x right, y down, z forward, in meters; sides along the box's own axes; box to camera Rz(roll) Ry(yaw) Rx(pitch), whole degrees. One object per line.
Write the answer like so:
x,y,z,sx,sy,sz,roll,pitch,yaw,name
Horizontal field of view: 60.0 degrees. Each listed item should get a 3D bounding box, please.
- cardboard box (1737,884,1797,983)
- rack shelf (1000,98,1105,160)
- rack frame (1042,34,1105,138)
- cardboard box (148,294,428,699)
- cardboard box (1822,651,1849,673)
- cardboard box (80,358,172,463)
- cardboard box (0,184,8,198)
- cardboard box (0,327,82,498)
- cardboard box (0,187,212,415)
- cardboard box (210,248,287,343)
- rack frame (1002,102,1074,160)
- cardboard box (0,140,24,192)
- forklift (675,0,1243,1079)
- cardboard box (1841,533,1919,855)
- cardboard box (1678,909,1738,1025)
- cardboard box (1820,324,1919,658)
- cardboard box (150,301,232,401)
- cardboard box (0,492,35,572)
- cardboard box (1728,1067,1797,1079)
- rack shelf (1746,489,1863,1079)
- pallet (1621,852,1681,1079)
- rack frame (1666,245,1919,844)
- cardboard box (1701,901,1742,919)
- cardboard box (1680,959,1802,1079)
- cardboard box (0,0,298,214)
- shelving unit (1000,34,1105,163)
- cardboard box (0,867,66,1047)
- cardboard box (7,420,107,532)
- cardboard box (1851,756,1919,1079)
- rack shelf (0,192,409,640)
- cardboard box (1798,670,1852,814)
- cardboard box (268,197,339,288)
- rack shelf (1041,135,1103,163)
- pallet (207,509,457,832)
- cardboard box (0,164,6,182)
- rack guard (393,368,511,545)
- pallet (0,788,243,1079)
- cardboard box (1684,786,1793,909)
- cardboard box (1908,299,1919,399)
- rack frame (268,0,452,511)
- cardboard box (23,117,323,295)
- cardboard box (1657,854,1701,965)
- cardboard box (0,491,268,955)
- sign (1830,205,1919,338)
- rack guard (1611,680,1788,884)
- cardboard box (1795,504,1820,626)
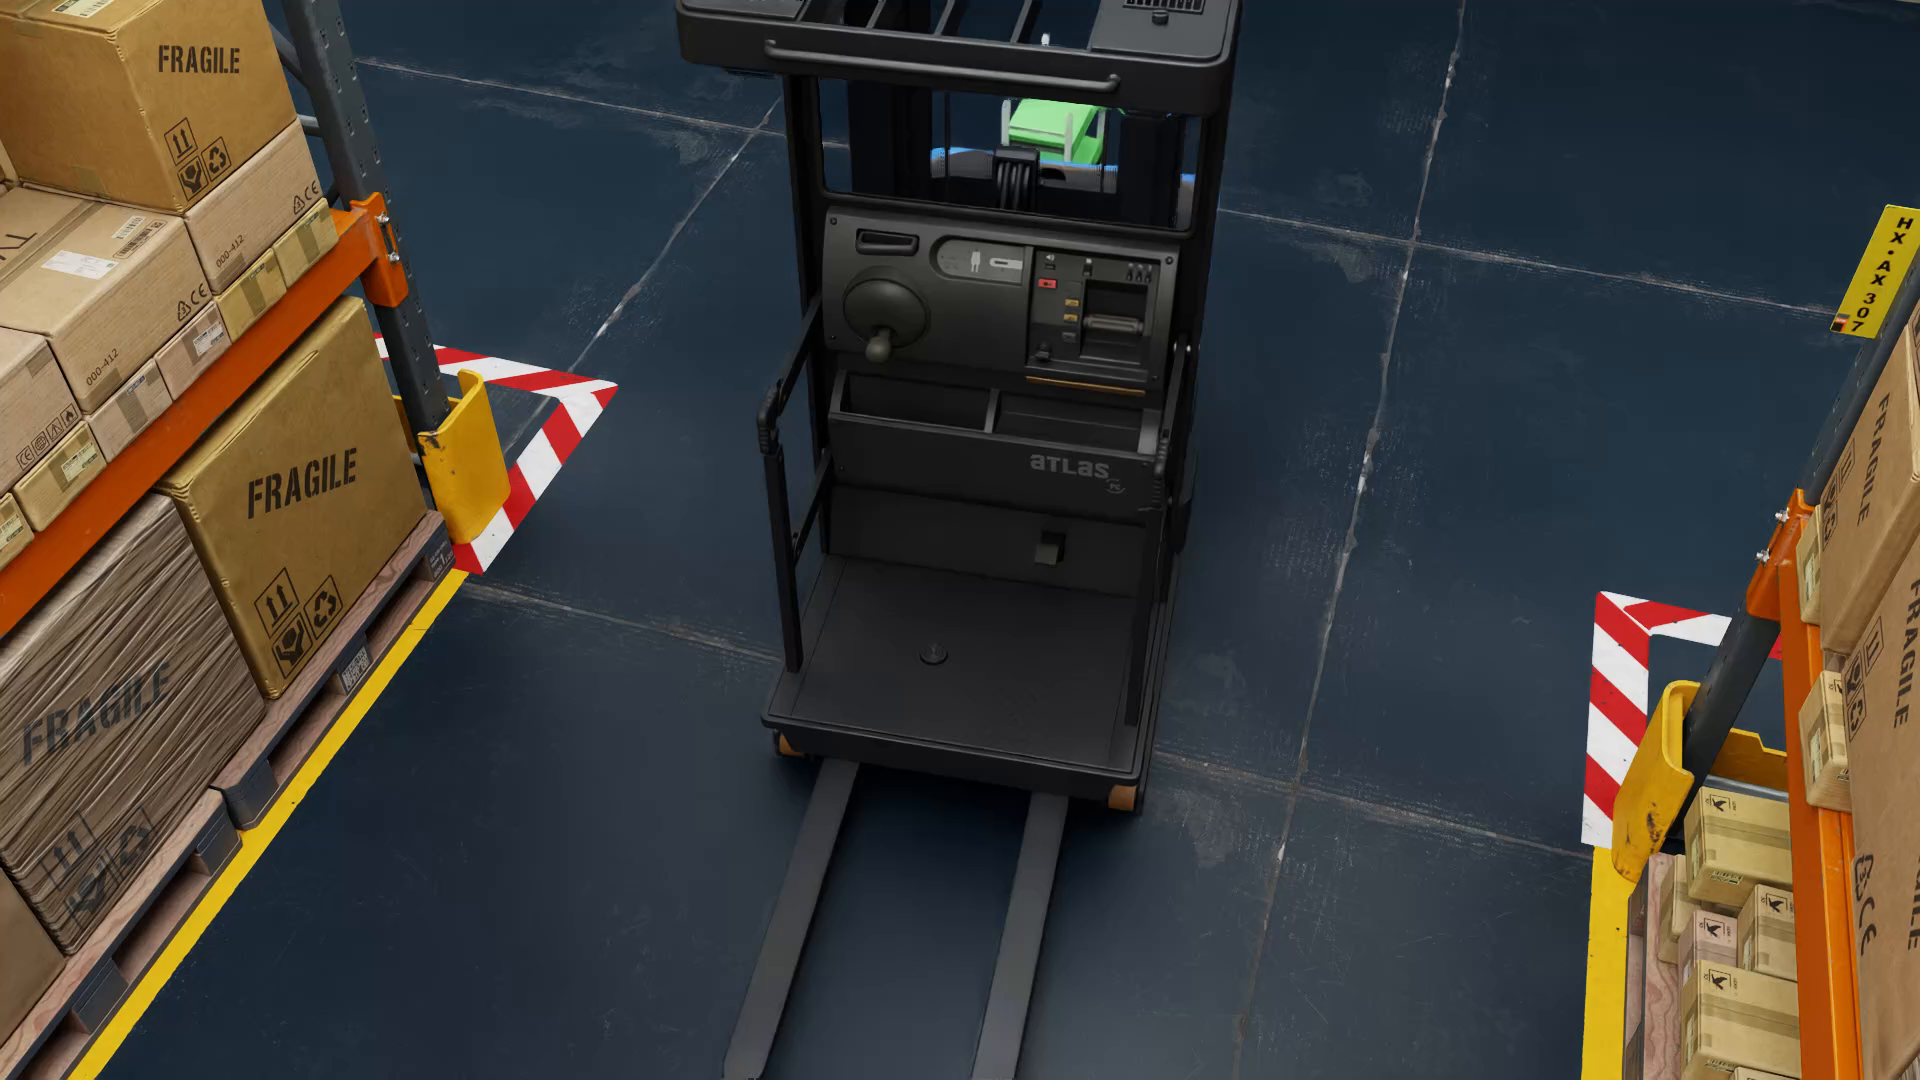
2.046,0.995,3.901,0.380,0.149,0.250,13,46,13,cardboard box
0.331,-1.456,5.785,0.258,0.148,0.480,12,46,12,rack shelf
0.405,-1.321,6.242,0.240,1.200,0.015,12,46,12,rack frame
-2.317,-0.213,5.042,0.875,0.875,0.875,13,46,13,cardboard box
2.049,0.267,3.512,0.380,0.149,0.250,14,46,14,cardboard box
-2.224,-0.361,4.154,0.380,0.149,0.250,13,46,13,cardboard box
-2.753,-0.708,4.223,0.500,0.250,0.500,12,46,12,cardboard box
-2.401,-0.262,3.767,0.500,0.250,0.500,11,45,11,cardboard box
-2.247,-0.601,4.114,0.500,0.250,0.500,12,46,12,cardboard box
-2.070,-0.695,4.495,0.380,0.149,0.250,13,46,13,cardboard box
0.258,-0.996,5.910,0.240,1.200,0.015,12,46,12,rack frame
-2.602,-1.055,4.578,0.500,0.250,0.500,11,46,11,cardboard box
0.055,-0.535,4.201,1.130,2.935,3.031,8,45,8,forklift
1.960,0.313,3.001,0.500,0.500,0.500,13,46,13,cardboard box
1.957,1.080,4.027,0.380,0.149,0.250,12,46,12,cardboard box
2.098,-0.049,3.371,0.500,0.500,0.500,15,46,14,cardboard box
-2.148,-0.527,4.324,0.380,0.149,0.250,13,46,13,cardboard box
-2.379,-0.015,3.800,0.380,0.149,0.250,13,46,13,cardboard box
1.851,1.319,3.570,0.380,0.149,0.250,10,45,11,cardboard box
1.892,1.443,2.645,1.077,0.370,4.000,13,46,13,rack shelf
2.195,1.434,4.134,1.003,0.211,1.213,13,46,13,pallet
2.497,-0.148,3.756,1.000,3.000,0.127,13,46,13,rack frame
2.094,0.910,4.201,0.380,0.149,0.250,14,46,14,cardboard box
1.848,1.136,3.757,0.380,0.149,0.250,12,46,12,cardboard box
-2.096,-1.206,4.196,0.500,0.500,0.500,13,46,13,cardboard box
0.331,-1.159,6.076,0.258,1.200,0.503,12,46,12,shelving unit
-2.862,0.987,3.815,0.875,0.875,0.875,13,46,13,cardboard box
-2.301,-0.188,3.977,0.380,0.149,0.250,12,46,12,cardboard box
1.800,0.637,2.670,0.500,0.500,0.500,13,46,13,cardboard box
-2.805,0.325,3.788,1.077,0.370,4.000,13,46,13,rack shelf
1.917,0.435,3.340,0.380,0.149,0.250,11,46,11,cardboard box
-1.993,-0.869,4.673,0.380,0.149,0.250,13,46,13,cardboard box
0.331,-1.284,5.953,0.258,0.148,0.480,12,46,12,rack shelf
-2.367,0.281,5.312,1.003,0.211,1.213,13,46,13,pallet
-2.753,-0.990,3.976,0.500,0.500,0.500,12,46,12,cardboard box
-2.192,-0.388,5.789,1.175,0.500,0.348,13,46,13,rack guard
-2.738,1.091,4.484,1.003,0.211,1.213,13,46,12,pallet
2.015,0.786,4.115,0.380,0.149,0.250,11,45,11,cardboard box
2.108,-0.404,3.019,0.500,0.500,0.500,12,46,12,cardboard box
-2.199,-1.266,4.899,1.000,3.000,0.127,13,46,13,rack frame
-2.093,-0.939,4.459,0.500,0.250,0.500,12,46,12,cardboard box
2.034,1.003,4.319,0.380,0.149,0.250,13,46,13,cardboard box
-2.592,0.394,4.422,0.875,0.875,0.875,13,46,13,cardboard box
1.980,-0.572,3.571,0.100,0.325,0.005,13,46,13,sign
2.474,0.796,4.579,1.175,0.500,0.348,13,46,13,rack guard
2.087,0.089,3.694,0.380,0.149,0.250,12,46,12,cardboard box
